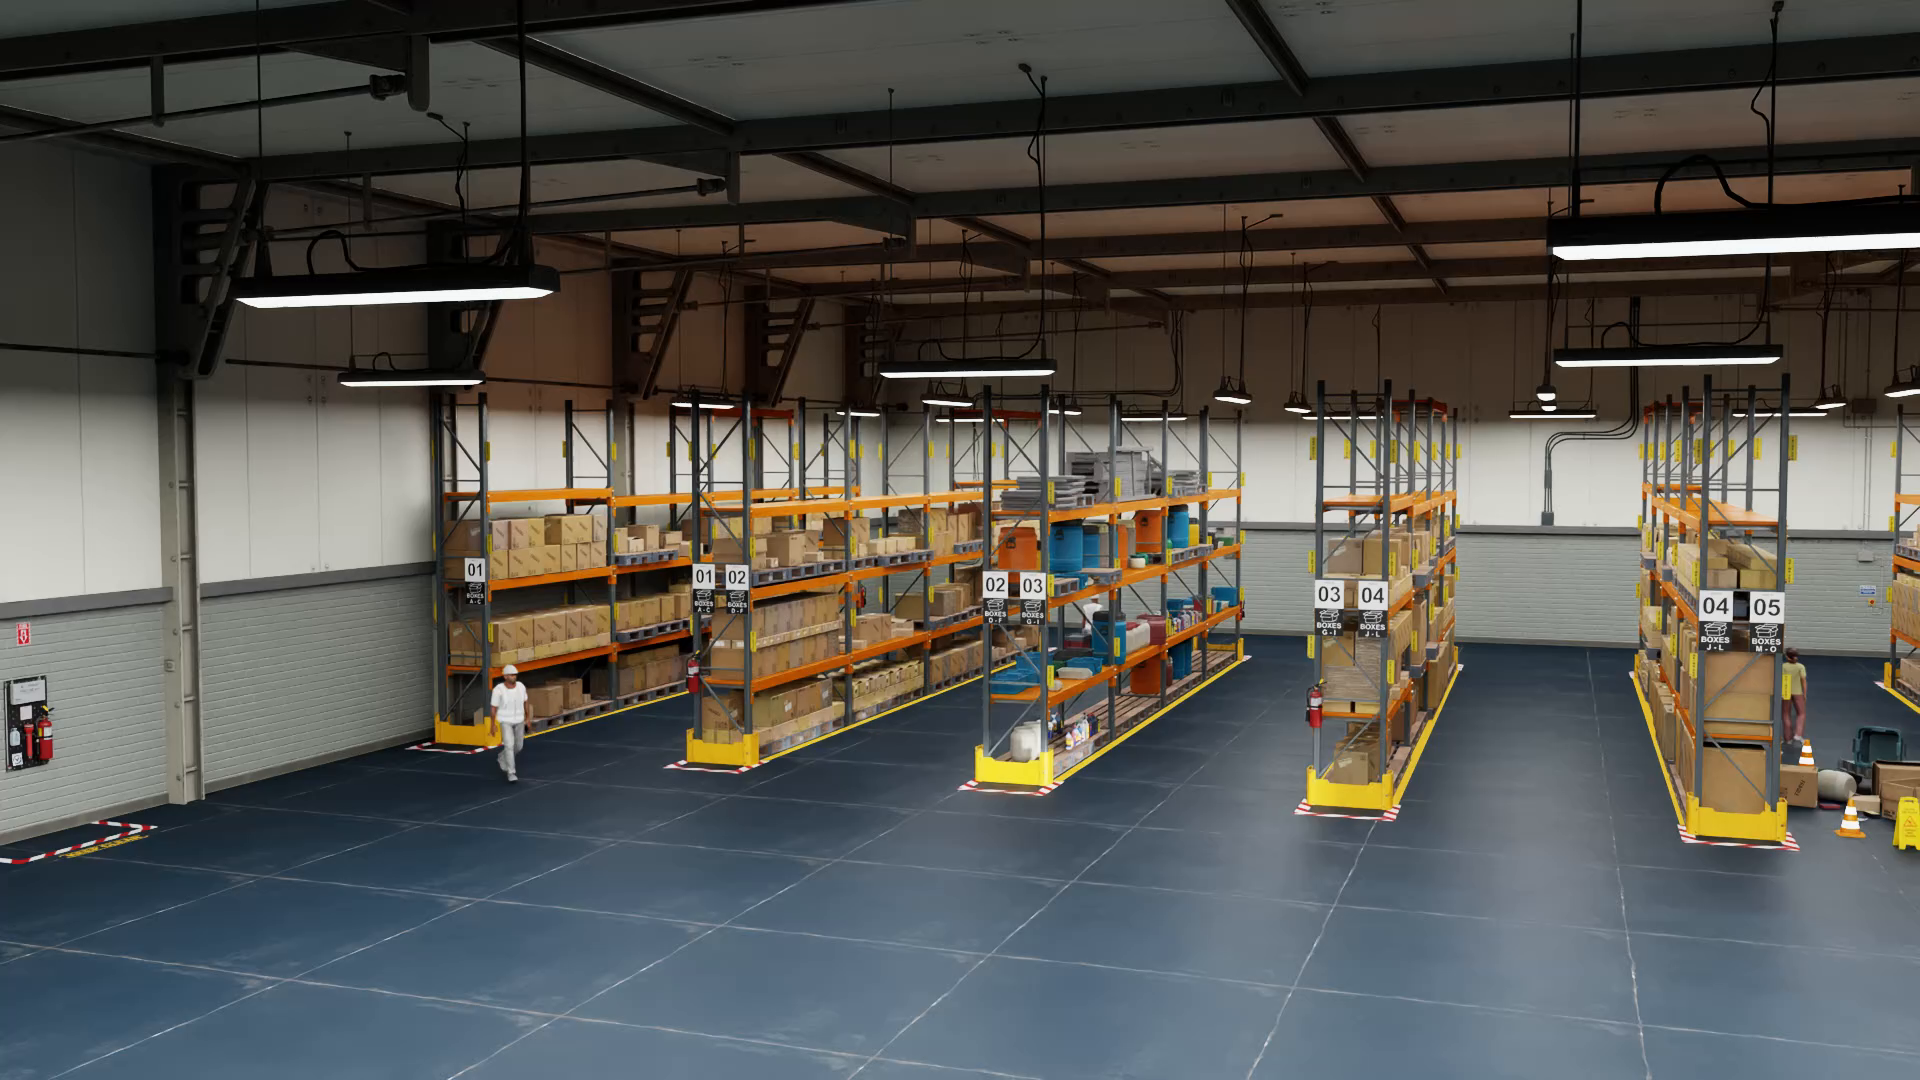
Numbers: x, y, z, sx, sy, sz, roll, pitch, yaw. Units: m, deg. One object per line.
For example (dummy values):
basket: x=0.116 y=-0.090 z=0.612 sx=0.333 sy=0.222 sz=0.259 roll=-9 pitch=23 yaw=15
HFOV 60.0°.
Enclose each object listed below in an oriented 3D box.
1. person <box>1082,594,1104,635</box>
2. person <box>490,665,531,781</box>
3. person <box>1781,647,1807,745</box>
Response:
person: x=3.104 y=2.082 z=38.386 sx=0.581 sy=1.786 sz=0.767 roll=2 pitch=4 yaw=31
person: x=-6.886 y=2.775 z=25.451 sx=0.630 sy=1.741 sz=0.908 roll=-3 pitch=4 yaw=-43
person: x=14.198 y=2.664 z=28.355 sx=0.494 sy=1.669 sz=0.534 roll=1 pitch=3 yaw=19
